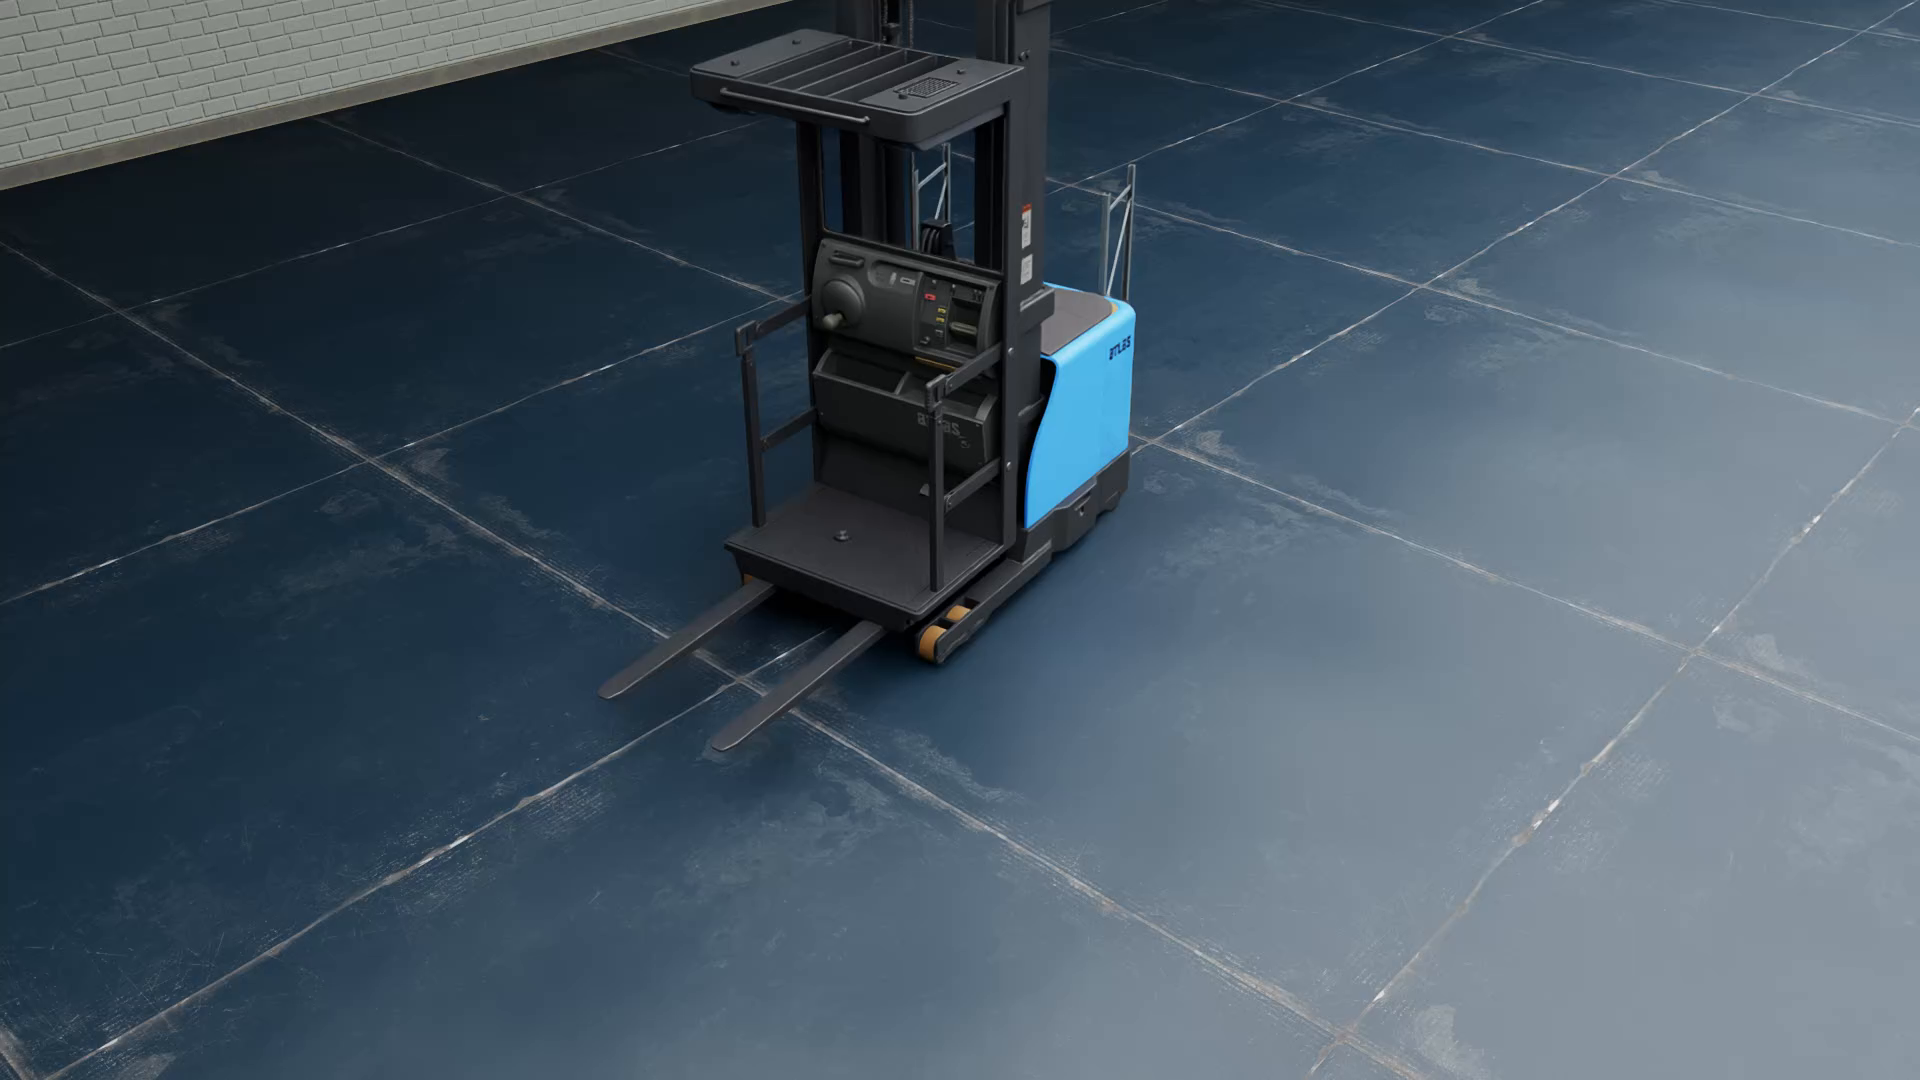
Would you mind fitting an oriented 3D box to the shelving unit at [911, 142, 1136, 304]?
[{"bbox_3d":[0.335,-1.260,8.889,1.083,1.500,0.587,11,33,18],"label":"shelving unit"}]

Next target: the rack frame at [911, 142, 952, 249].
[{"bbox_3d":[-0.148,-1.355,9.047,0.032,1.500,0.500,11,33,18],"label":"rack frame"}]

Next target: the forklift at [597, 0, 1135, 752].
[{"bbox_3d":[-0.365,-0.990,7.052,1.130,2.935,3.031,19,36,28],"label":"forklift"}]

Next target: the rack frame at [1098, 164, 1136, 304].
[{"bbox_3d":[0.802,-1.168,8.737,0.032,1.500,0.500,11,33,18],"label":"rack frame"}]
